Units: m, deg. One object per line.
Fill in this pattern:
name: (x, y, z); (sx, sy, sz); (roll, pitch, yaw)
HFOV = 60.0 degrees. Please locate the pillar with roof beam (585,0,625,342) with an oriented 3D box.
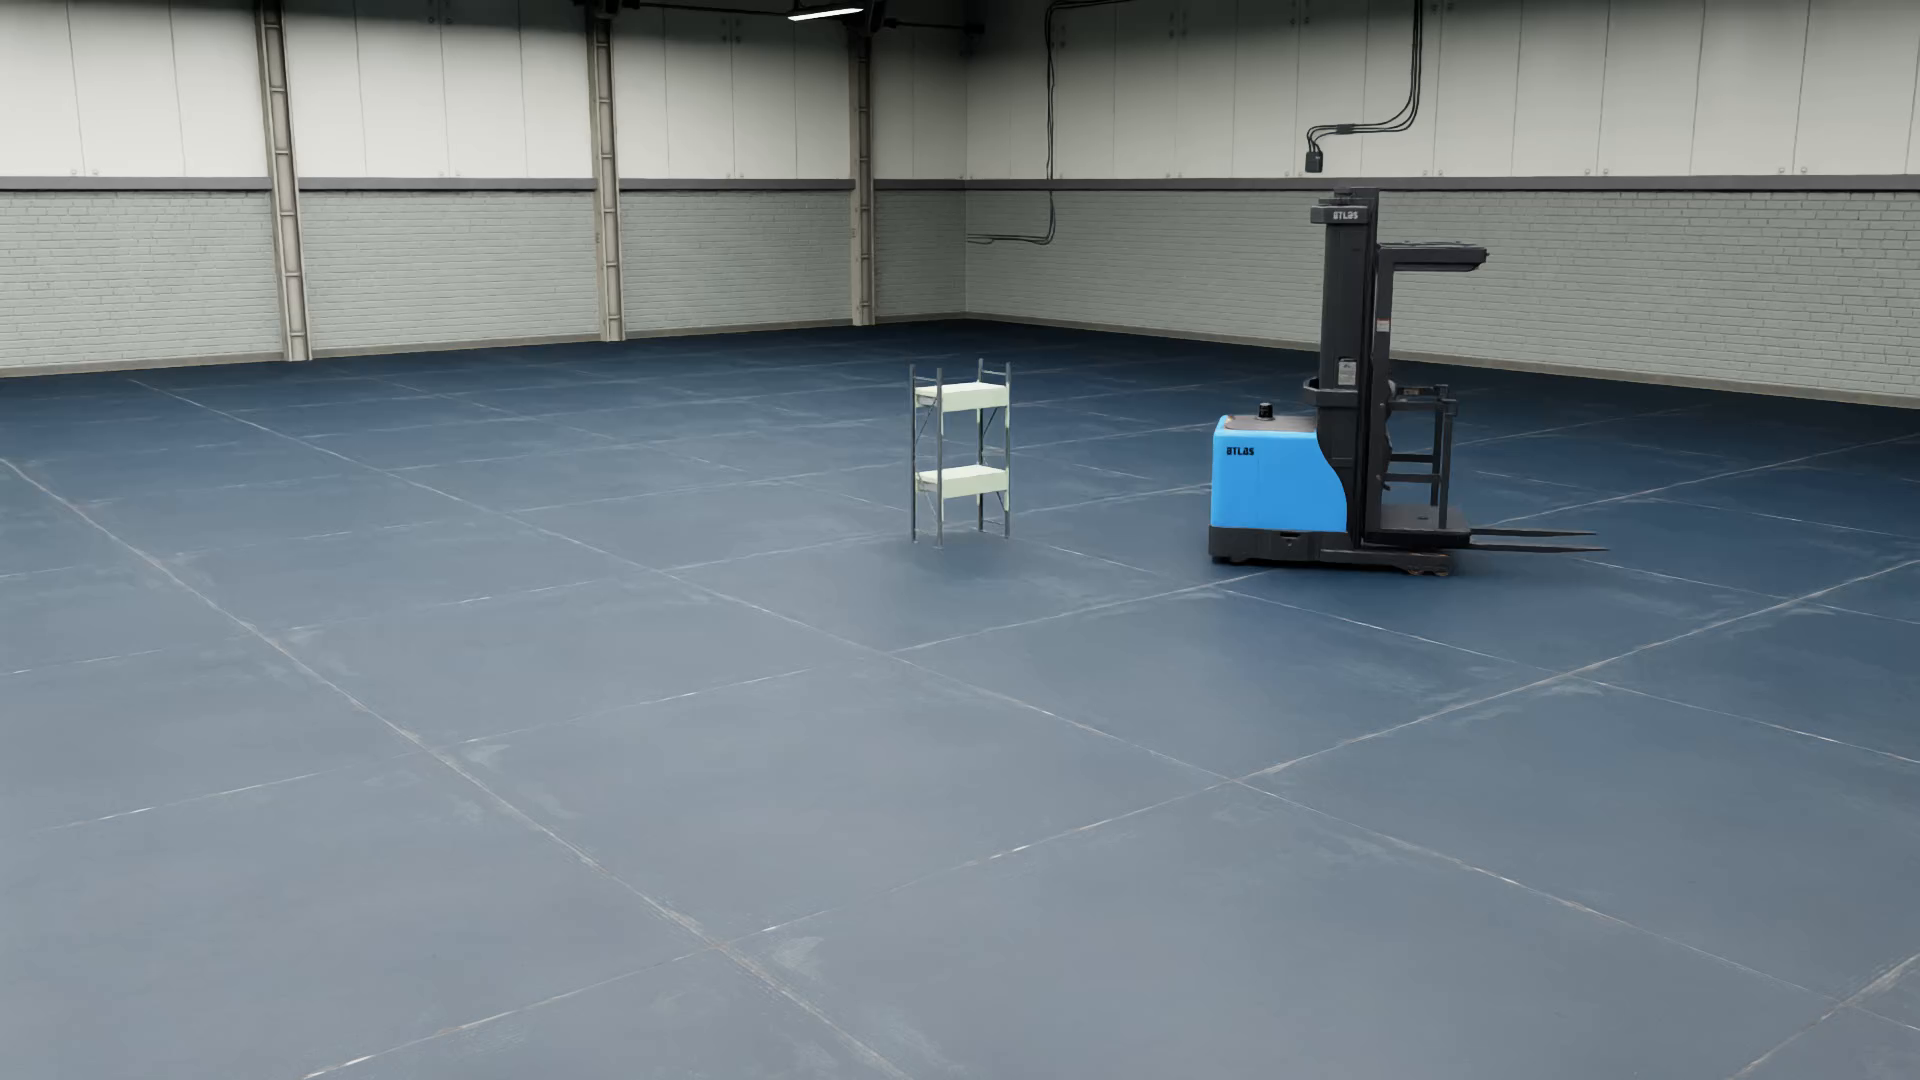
pillar with roof beam: (-4.095, -7.600, 28.254); (0.548, 9.000, 9.100); (-9, 15, -38)

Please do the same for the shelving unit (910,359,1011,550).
shelving unit: (0.005, -0.735, 13.977); (0.755, 1.500, 0.431); (-9, 15, -38)

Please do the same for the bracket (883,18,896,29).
bracket: (-1.553, -10.834, 34.818); (0.430, 0.232, 0.235); (-9, 15, -38)

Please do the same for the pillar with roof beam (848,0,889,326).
pillar with roof beam: (0.590, -8.378, 31.921); (0.548, 9.000, 9.100); (-9, 15, -38)

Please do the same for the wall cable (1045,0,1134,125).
wall cable: (2.718, -9.757, 33.731); (0.112, 2.526, 3.097); (-9, 15, -38)

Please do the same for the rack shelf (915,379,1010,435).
rack shelf: (0.005, -1.116, 13.896); (0.720, 0.370, 0.431); (-9, 15, -38)

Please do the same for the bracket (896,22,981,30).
bracket: (-0.164, -11.064, 35.905); (3.189, 0.066, 0.076); (-9, 15, -38)

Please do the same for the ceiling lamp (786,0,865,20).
ceiling lamp: (-2.149, -10.660, 28.614); (0.800, 3.185, 2.000); (-9, 15, -38)

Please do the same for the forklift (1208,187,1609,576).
forklift: (3.551, -1.277, 13.084); (3.031, 2.935, 1.130); (3, 12, 12)

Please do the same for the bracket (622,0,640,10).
bracket: (-6.238, -10.055, 31.151); (0.430, 0.232, 0.235); (-9, 15, -38)

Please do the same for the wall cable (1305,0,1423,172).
wall cable: (6.946, -9.366, 28.385); (0.169, 6.003, 2.305); (-9, 15, -38)

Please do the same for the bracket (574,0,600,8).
bracket: (-6.886, -9.947, 30.644); (0.430, 0.232, 0.235); (-9, 15, -38)

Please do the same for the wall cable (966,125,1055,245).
wall cable: (1.028, -7.725, 36.322); (0.112, 2.526, 3.097); (-9, 15, -38)

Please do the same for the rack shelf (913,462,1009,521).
rack shelf: (0.005, -0.416, 14.045); (0.720, 0.370, 0.431); (-9, 15, -38)

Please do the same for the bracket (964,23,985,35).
bracket: (0.297, -11.141, 36.266); (0.430, 0.232, 0.235); (-9, 15, -38)

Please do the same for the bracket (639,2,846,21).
bracket: (-4.213, -10.392, 32.736); (4.783, 0.066, 0.076); (-9, 15, -38)

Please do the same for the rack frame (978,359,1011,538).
rack frame: (0.291, -0.782, 14.201); (0.023, 1.500, 0.400); (-9, 15, -38)

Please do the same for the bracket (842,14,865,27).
bracket: (-2.201, -10.726, 34.310); (0.430, 0.232, 0.235); (-9, 15, -38)

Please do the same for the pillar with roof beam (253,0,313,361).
pillar with roof beam: (-8.780, -6.821, 24.588); (0.400, 9.000, 9.100); (-9, 15, -38)

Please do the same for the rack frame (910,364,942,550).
rack frame: (-0.281, -0.687, 13.753); (0.023, 1.500, 0.400); (-9, 15, -38)
